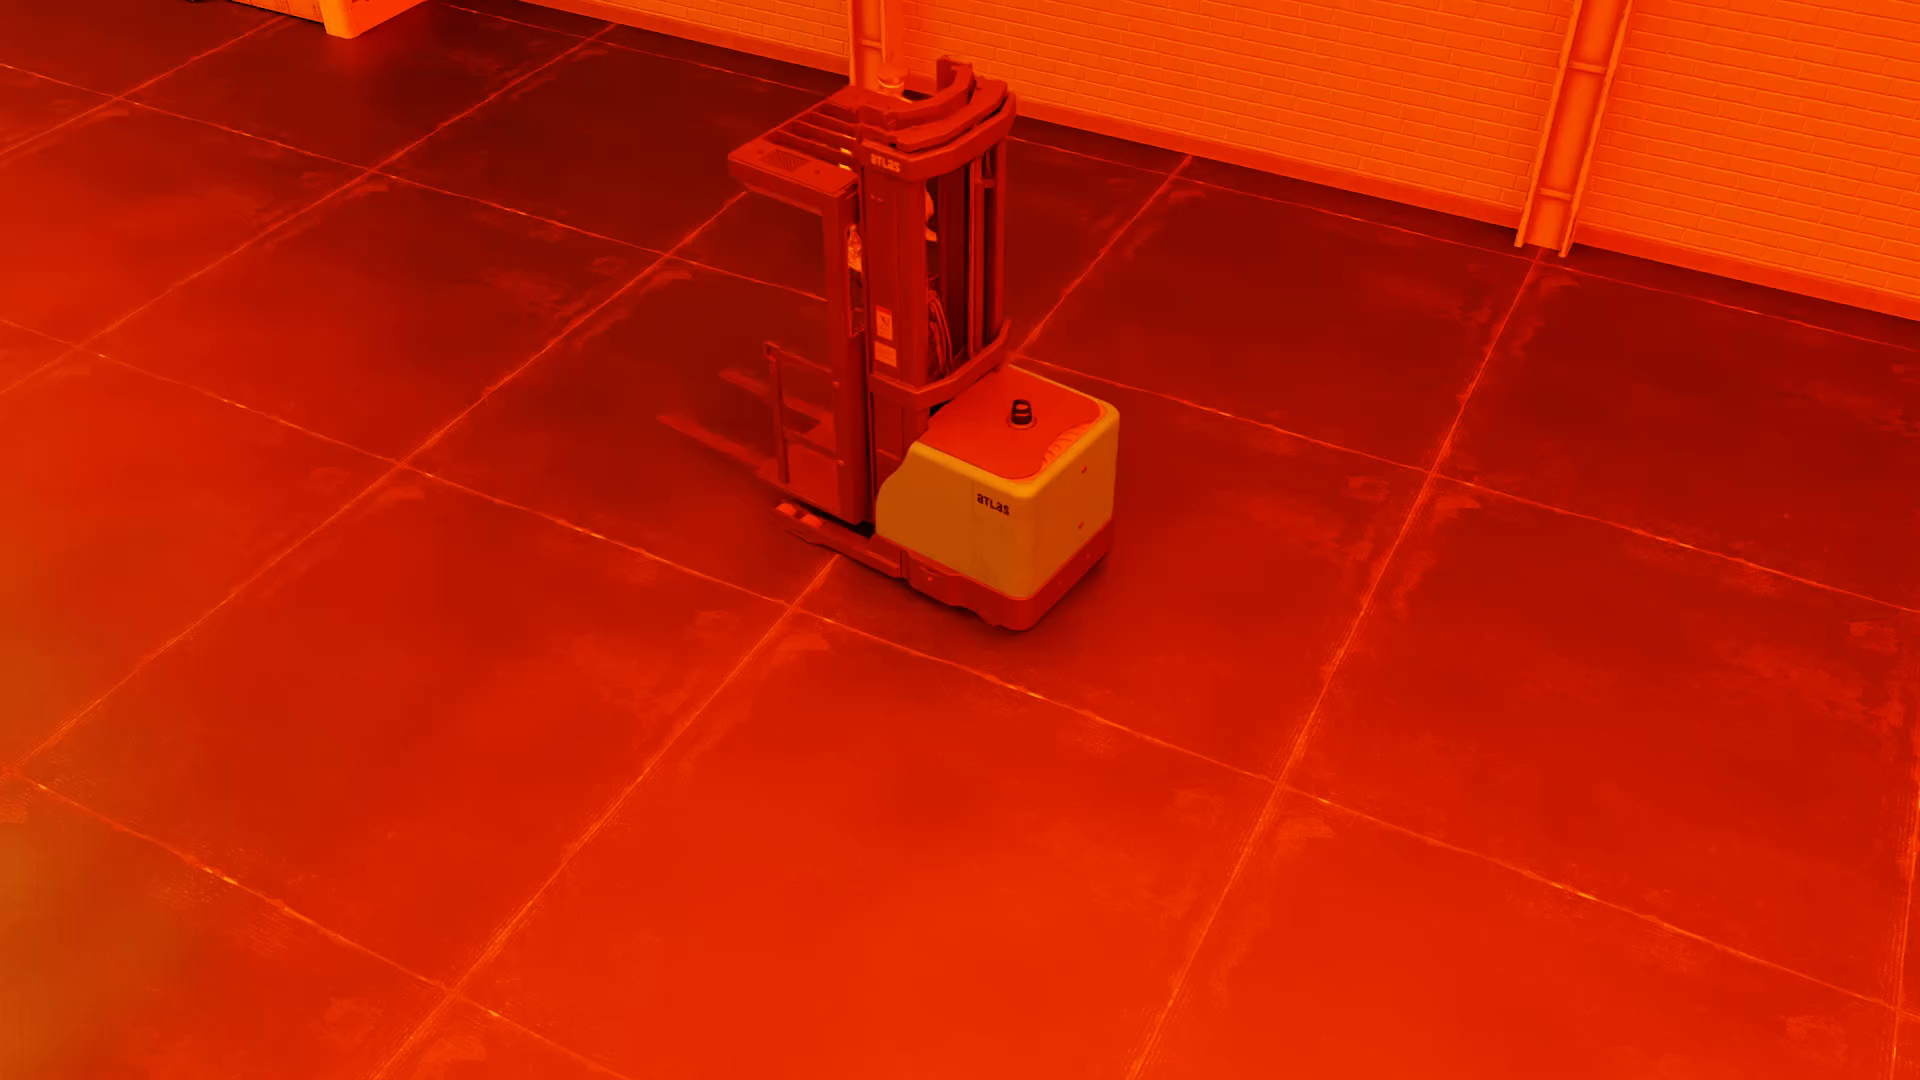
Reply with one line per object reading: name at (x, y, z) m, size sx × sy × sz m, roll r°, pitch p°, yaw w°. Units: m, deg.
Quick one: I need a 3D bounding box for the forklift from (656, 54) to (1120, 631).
forklift at (-0.566, -1.361, 9.602) m, size 3.031 × 2.935 × 1.130 m, roll 25°, pitch 46°, yaw 26°

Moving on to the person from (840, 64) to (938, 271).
person at (-0.498, -2.792, 12.421) m, size 0.881 × 1.544 × 0.667 m, roll -9°, pitch 41°, yaw -10°
